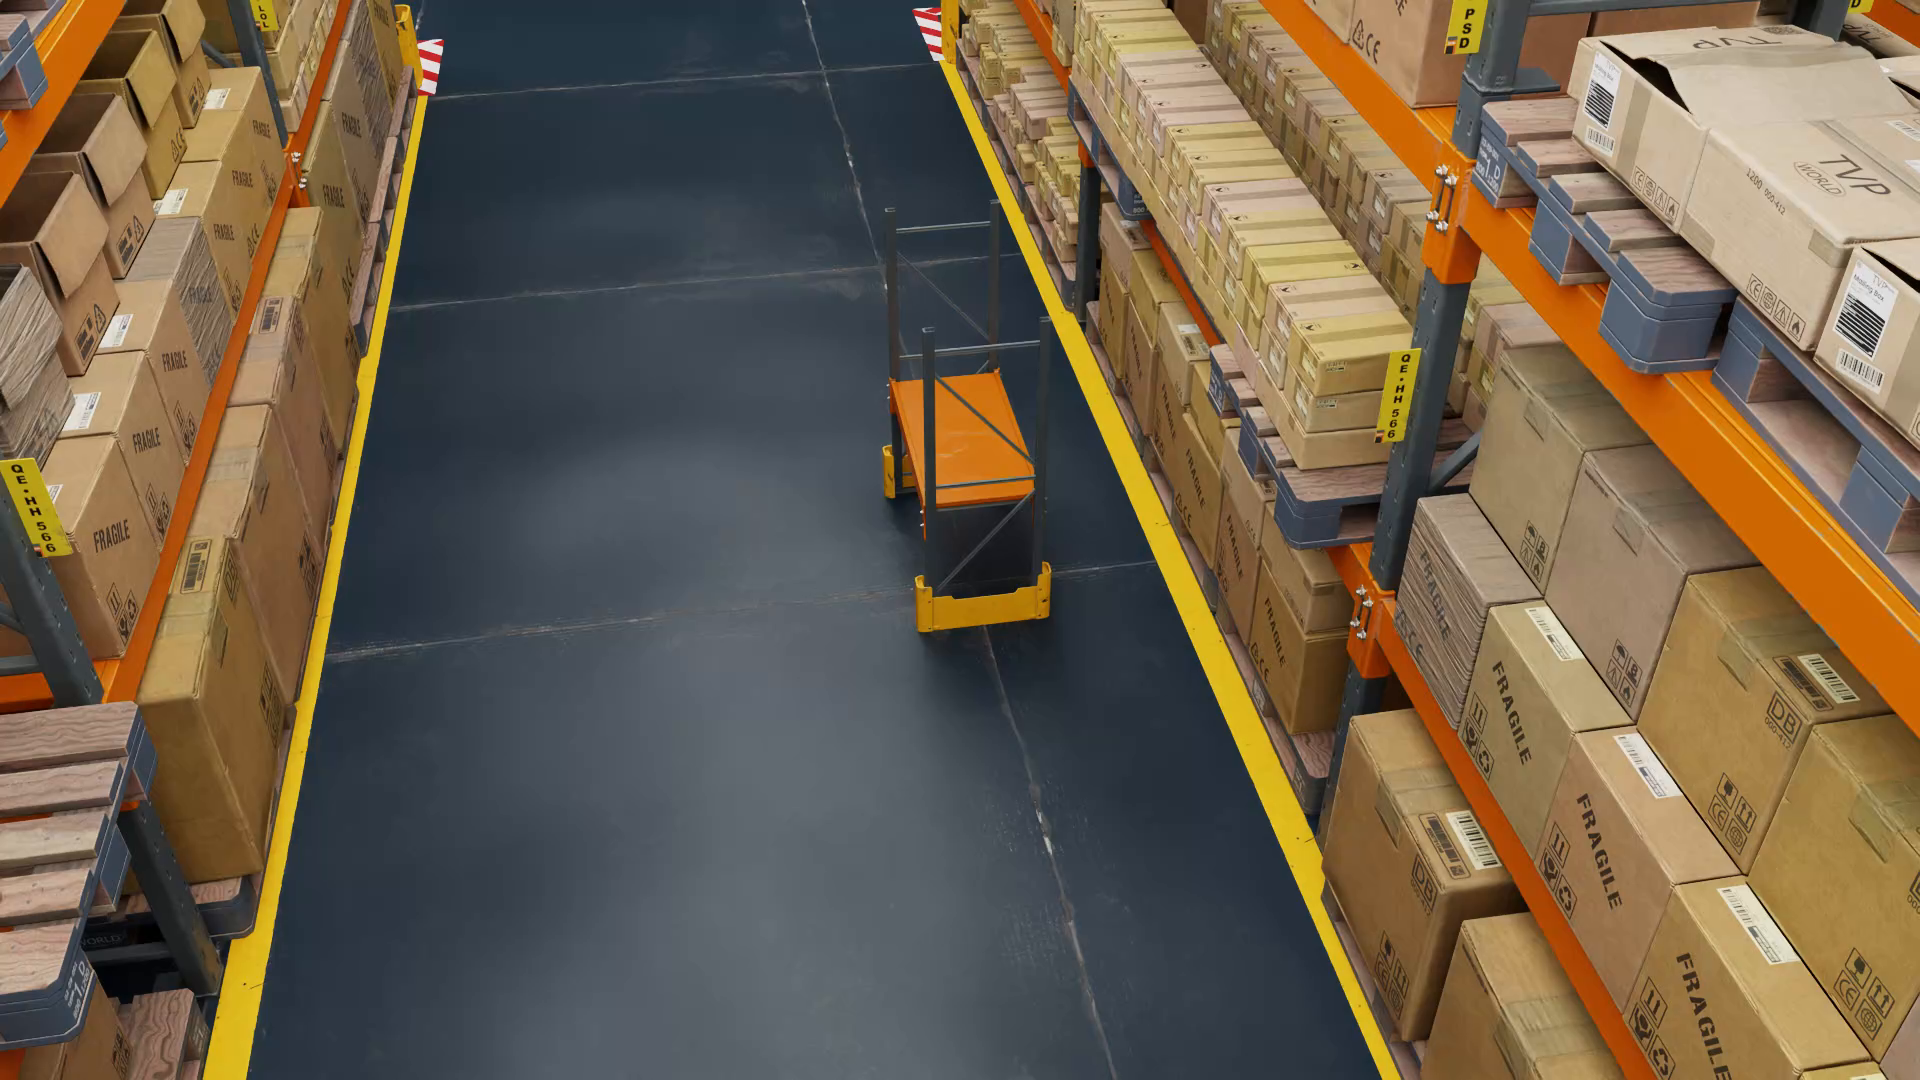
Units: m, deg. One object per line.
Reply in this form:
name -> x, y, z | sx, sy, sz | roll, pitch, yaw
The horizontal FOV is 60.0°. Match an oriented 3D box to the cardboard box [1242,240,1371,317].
cardboard box -> 1.220, -0.925, 5.874 | 0.380, 0.149, 0.250 | -5, 38, -7

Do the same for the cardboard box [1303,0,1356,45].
cardboard box -> 1.394, -1.909, 5.236 | 0.500, 0.500, 0.500 | -6, 38, -8

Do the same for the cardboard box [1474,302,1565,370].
cardboard box -> 1.954, -0.671, 5.547 | 0.380, 0.149, 0.250 | -6, 38, -8

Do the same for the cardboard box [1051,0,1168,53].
cardboard box -> 0.781, -2.902, 8.716 | 0.500, 0.500, 0.500 | -6, 38, -8

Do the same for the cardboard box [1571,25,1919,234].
cardboard box -> 1.755, -0.961, 3.746 | 0.500, 0.311, 0.500 | -6, 38, -8

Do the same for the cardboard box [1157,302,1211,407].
cardboard box -> 1.194, -0.853, 7.487 | 0.500, 0.250, 0.500 | -5, 38, -6

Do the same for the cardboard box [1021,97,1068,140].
cardboard box -> 0.583, -2.563, 10.101 | 0.380, 0.149, 0.250 | -8, 39, -10

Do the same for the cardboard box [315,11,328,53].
cardboard box -> -3.667, -2.757, 9.058 | 0.380, 0.149, 0.250 | -7, 38, -9

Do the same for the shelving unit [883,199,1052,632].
shelving unit -> 0.013, -0.546, 7.231 | 0.587, 1.500, 1.083 | -6, 38, -8

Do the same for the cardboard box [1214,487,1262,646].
cardboard box -> 1.385, 0.071, 6.909 | 0.500, 0.500, 0.500 | -5, 38, -6

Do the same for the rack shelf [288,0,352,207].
rack shelf -> -4.108, -2.935, 9.669 | 1.077, 0.370, 4.000 | -6, 38, -8

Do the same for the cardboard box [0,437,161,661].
cardboard box -> -2.873, 0.043, 5.168 | 0.500, 0.500, 0.500 | -5, 38, -7

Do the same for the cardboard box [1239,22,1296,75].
cardboard box -> 1.498, -2.245, 7.572 | 0.380, 0.149, 0.250 | -7, 38, -9

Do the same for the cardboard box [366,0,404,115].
cardboard box -> -4.267, -3.375, 11.039 | 0.875, 0.875, 0.875 | -6, 38, -8

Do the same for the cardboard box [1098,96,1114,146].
cardboard box -> 0.854, -1.944, 7.670 | 0.380, 0.149, 0.250 | -6, 38, -8

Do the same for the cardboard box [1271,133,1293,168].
cardboard box -> 1.594, -1.705, 7.362 | 0.380, 0.149, 0.250 | -8, 39, -10

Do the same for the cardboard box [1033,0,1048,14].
cardboard box -> 0.625, -3.162, 9.580 | 0.380, 0.149, 0.250 | -8, 39, -10

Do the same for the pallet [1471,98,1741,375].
pallet -> 2.010, -0.794, 4.036 | 1.213, 0.211, 1.003 | -5, 38, -6

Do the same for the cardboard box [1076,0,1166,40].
cardboard box -> 0.760, -2.497, 7.897 | 0.380, 0.149, 0.250 | -4, 38, -6

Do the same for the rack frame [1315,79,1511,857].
rack frame -> 1.845, -0.067, 5.391 | 1.000, 3.000, 0.127 | -6, 38, -8

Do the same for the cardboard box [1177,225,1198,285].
cardboard box -> 1.086, -1.157, 6.657 | 0.380, 0.149, 0.250 | -5, 38, -7

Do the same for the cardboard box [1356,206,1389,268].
cardboard box -> 1.771, -1.192, 6.459 | 0.380, 0.149, 0.250 | -6, 38, -8

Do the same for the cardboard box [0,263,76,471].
cardboard box -> -3.168, -0.474, 5.015 | 0.797, 0.503, 0.637 | -5, 38, -6

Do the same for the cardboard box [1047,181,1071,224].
cardboard box -> 0.716, -1.959, 9.565 | 0.380, 0.149, 0.250 | -8, 39, -10

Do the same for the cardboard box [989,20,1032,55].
cardboard box -> 0.410, -3.361, 11.127 | 0.380, 0.149, 0.250 | -8, 39, -10

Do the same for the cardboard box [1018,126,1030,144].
cardboard box -> 0.579, -2.513, 10.521 | 0.380, 0.149, 0.250 | -6, 38, -7

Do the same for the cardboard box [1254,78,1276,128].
cardboard box -> 1.548, -1.974, 7.466 | 0.380, 0.149, 0.250 | -7, 38, -9

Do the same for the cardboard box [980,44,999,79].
cardboard box -> 0.342, -3.236, 11.209 | 0.380, 0.149, 0.250 | -5, 38, -7

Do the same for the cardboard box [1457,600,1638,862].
cardboard box -> 1.750, 0.500, 4.579 | 0.500, 0.500, 0.500 | -7, 38, -8

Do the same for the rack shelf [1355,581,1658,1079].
rack shelf -> 2.196, 1.425, 4.057 | 1.077, 0.370, 4.000 | -6, 38, -8

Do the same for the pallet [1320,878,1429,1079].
pallet -> 1.909, 1.518, 5.623 | 1.003, 0.211, 1.213 | -6, 38, -8

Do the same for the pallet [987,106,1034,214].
pallet -> 0.774, -2.522, 10.824 | 1.003, 0.211, 1.213 | -6, 38, -8

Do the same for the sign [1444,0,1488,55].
sign -> 1.310, -1.399, 4.239 | 0.100, 0.325, 0.005 | -6, 38, -8

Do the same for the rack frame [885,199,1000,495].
rack frame -> -0.074, -0.848, 7.619 | 0.500, 1.500, 0.032 | -6, 38, -8

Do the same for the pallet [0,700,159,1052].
pallet -> -2.826, 0.900, 4.303 | 1.213, 0.211, 1.003 | -6, 38, -8

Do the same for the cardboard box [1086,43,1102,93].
cardboard box -> 0.807, -2.223, 7.787 | 0.380, 0.149, 0.250 | -7, 38, -9

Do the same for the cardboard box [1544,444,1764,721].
cardboard box -> 2.004, 0.076, 4.310 | 0.700, 0.500, 0.500 | -7, 38, -9

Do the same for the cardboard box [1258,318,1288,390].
cardboard box -> 1.262, -0.662, 5.777 | 0.380, 0.149, 0.250 | -5, 38, -6

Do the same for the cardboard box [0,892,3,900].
cardboard box -> -2.725, 0.848, 3.789 | 0.700, 0.500, 0.500 | -1, 38, -1

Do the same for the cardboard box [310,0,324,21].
cardboard box -> -3.760, -2.994, 9.039 | 0.500, 0.250, 0.500 | -5, 38, -7

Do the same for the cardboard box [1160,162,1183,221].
cardboard box -> 1.036, -1.435, 6.773 | 0.380, 0.149, 0.250 | -7, 38, -9

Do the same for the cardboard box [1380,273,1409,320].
cardboard box -> 1.822, -0.913, 6.343 | 0.380, 0.149, 0.250 | -5, 38, -6

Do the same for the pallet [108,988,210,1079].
pallet -> -2.920, 1.979, 5.031 | 1.003, 0.211, 1.213 | -6, 38, -8

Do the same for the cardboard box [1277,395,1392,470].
cardboard box -> 1.306, -0.382, 5.659 | 0.380, 0.149, 0.250 | -6, 38, -7

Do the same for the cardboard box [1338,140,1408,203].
cardboard box -> 1.723, -1.462, 6.565 | 0.380, 0.149, 0.250 | -5, 38, -7

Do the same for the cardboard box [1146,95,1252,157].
cardboard box -> 0.988, -1.716, 6.892 | 0.380, 0.149, 0.250 | -5, 38, -6

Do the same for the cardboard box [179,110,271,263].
cardboard box -> -3.326, -1.497, 7.151 | 0.500, 0.500, 0.500 | -5, 38, -7
